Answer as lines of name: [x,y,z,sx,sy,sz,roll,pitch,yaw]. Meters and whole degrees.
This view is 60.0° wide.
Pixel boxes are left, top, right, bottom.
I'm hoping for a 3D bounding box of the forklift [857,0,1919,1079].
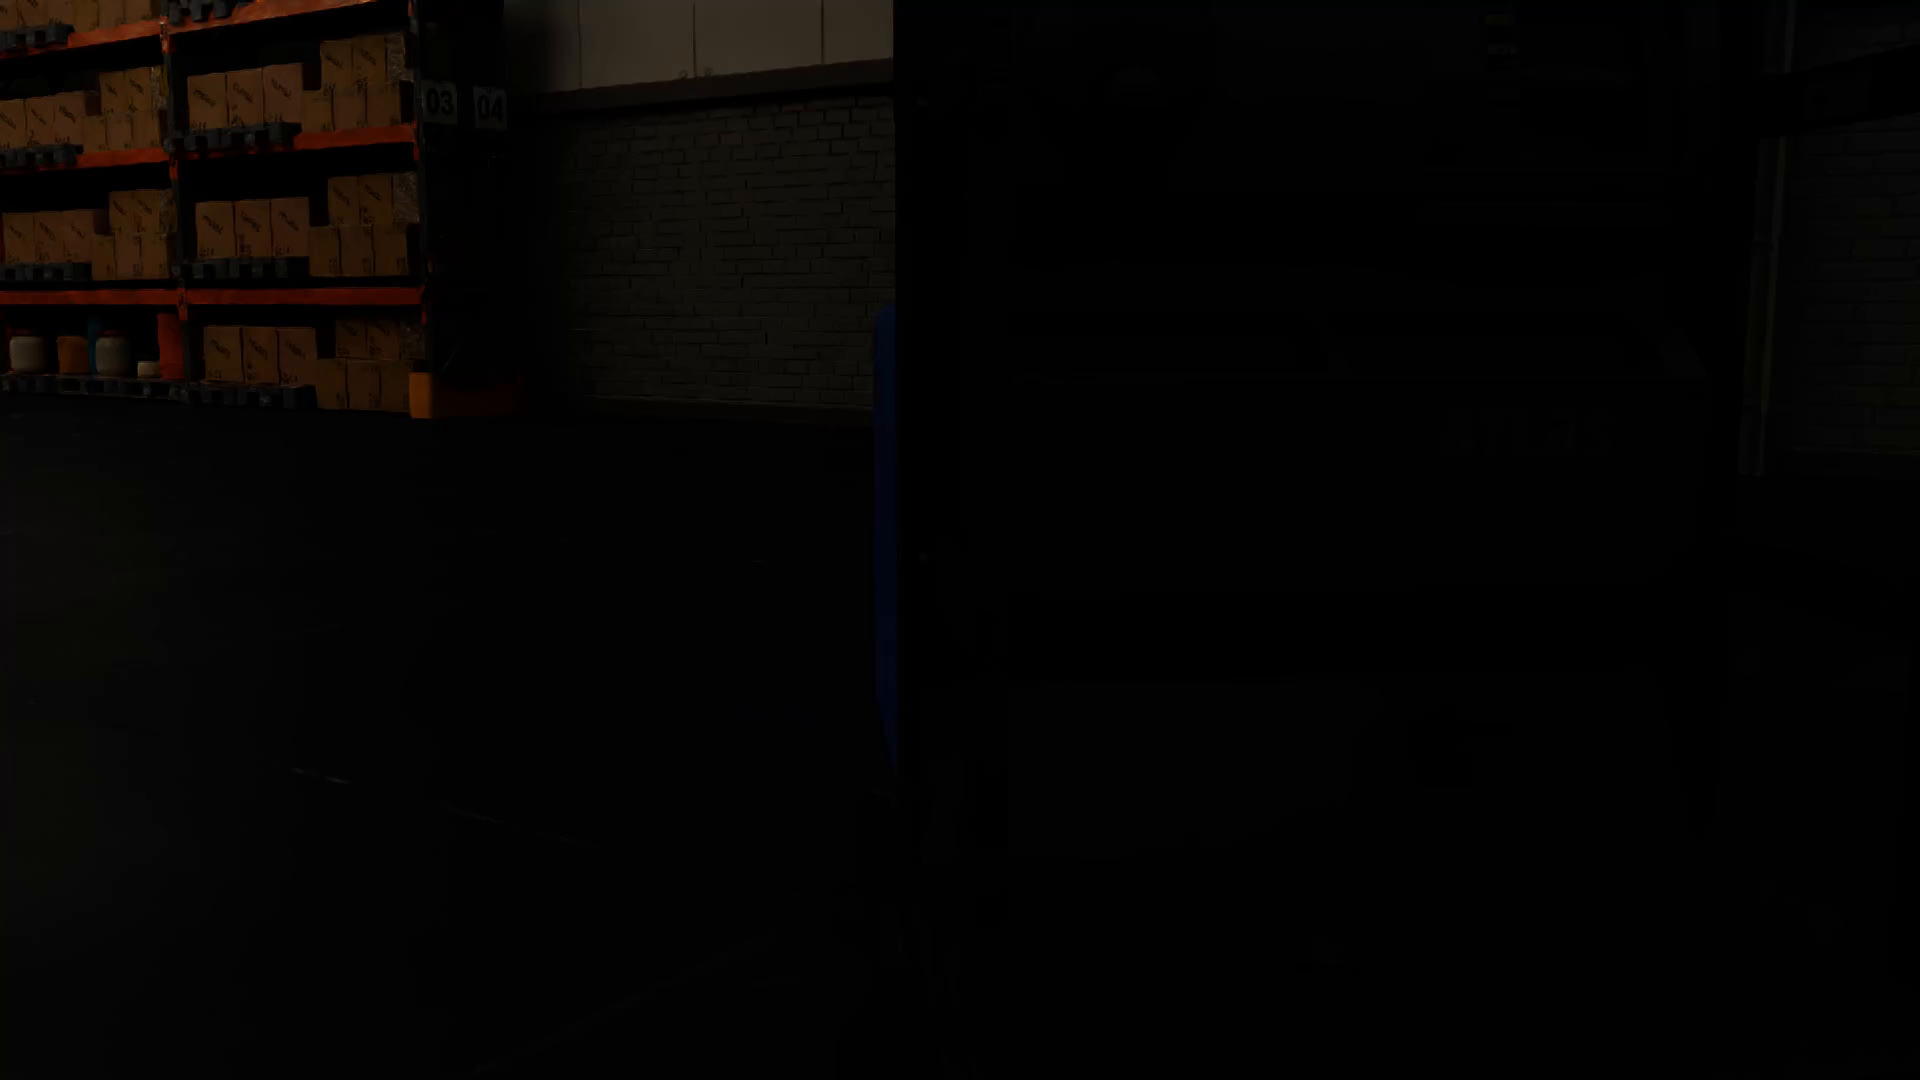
forklift: [0.489,-0.656,1.806,1.130,2.935,3.031,-1,8,-6]
